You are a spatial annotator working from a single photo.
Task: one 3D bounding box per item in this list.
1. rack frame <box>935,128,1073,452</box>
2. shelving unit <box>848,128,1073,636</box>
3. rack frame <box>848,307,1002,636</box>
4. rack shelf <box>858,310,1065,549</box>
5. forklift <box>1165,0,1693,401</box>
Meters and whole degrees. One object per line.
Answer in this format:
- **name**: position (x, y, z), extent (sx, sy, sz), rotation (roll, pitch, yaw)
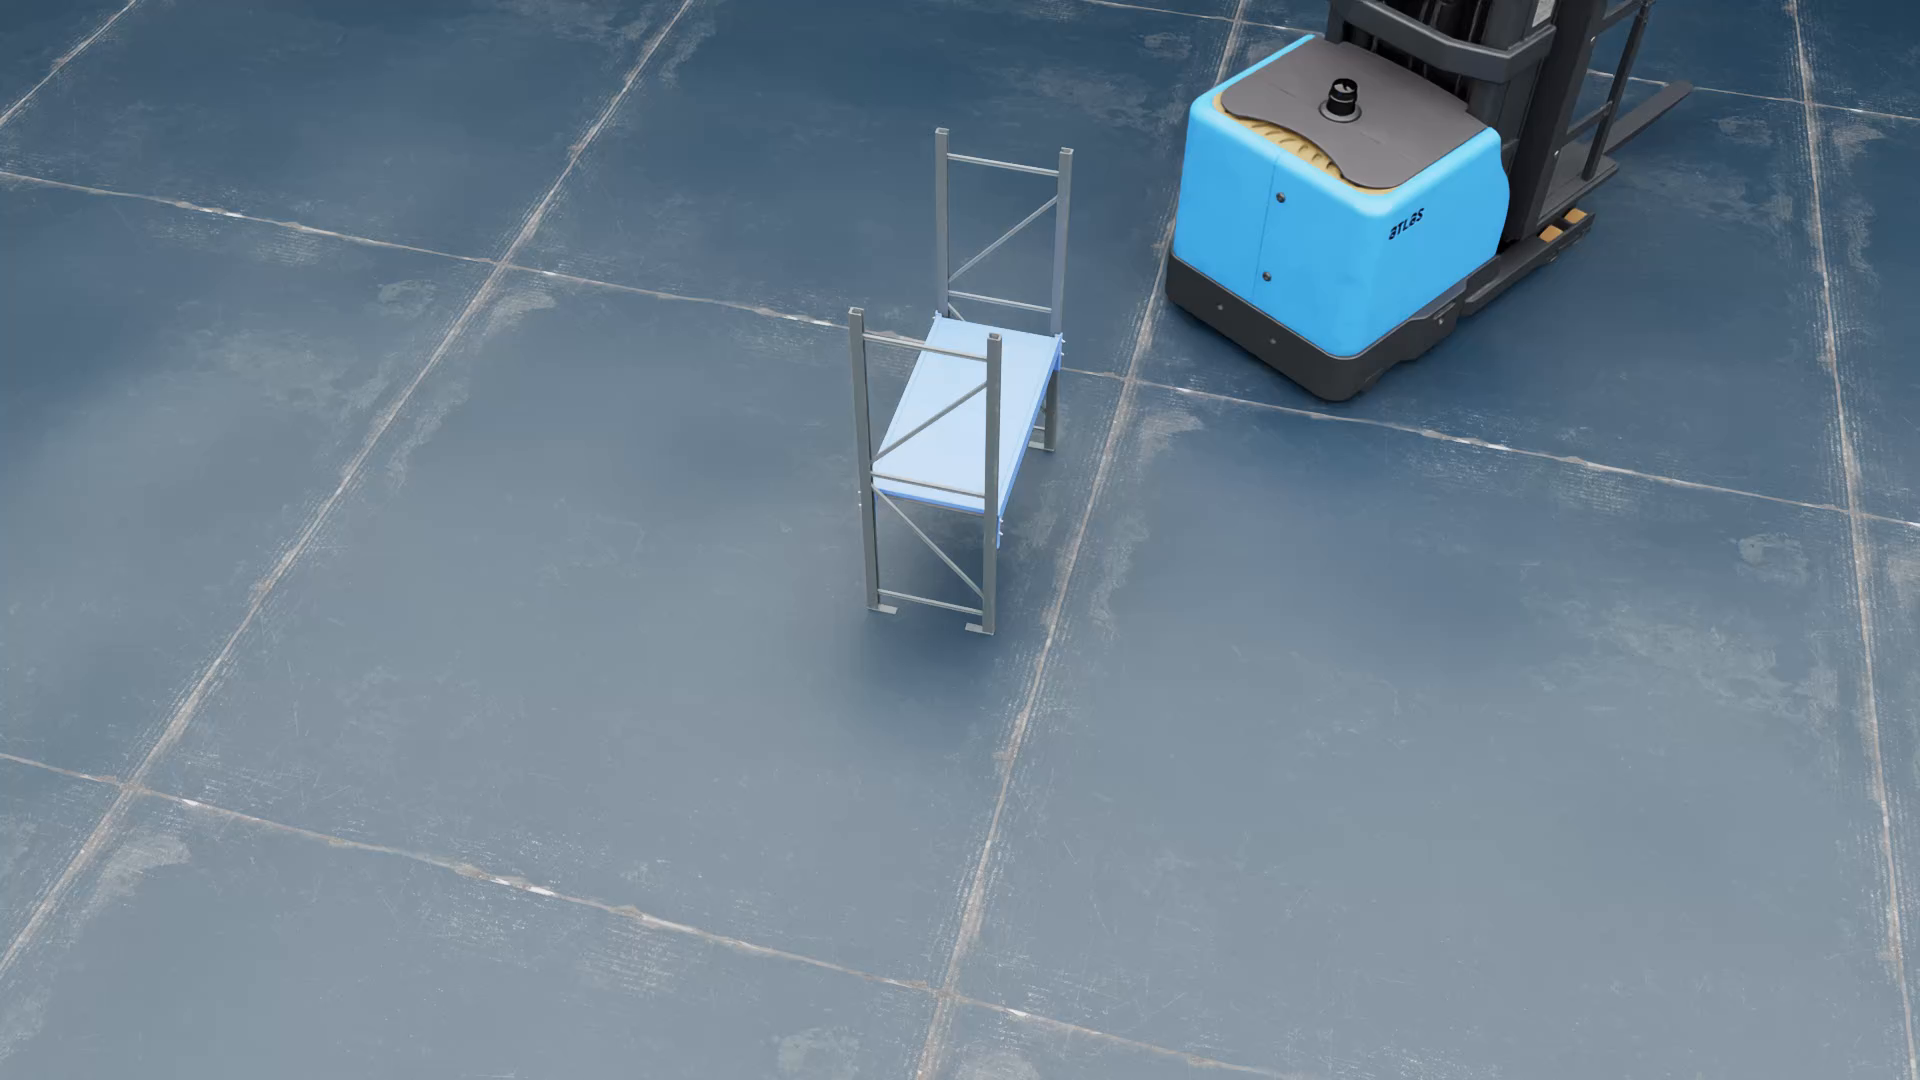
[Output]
- **rack frame**: position (0.156, -0.926, 6.486), extent (0.500, 1.500, 0.032), rotation (12, 50, 10)
- **shelving unit**: position (0.022, -0.558, 6.161), extent (0.538, 1.500, 1.048), rotation (12, 50, 10)
- **rack frame**: position (-0.111, -0.190, 5.836), extent (0.500, 1.500, 0.032), rotation (12, 50, 10)
- **rack shelf**: position (0.022, -0.439, 6.296), extent (0.538, 0.185, 1.000), rotation (12, 50, 10)
- **forklift**: position (2.362, -2.539, 6.955), extent (3.031, 2.935, 1.130), rotation (-34, 57, -26)
